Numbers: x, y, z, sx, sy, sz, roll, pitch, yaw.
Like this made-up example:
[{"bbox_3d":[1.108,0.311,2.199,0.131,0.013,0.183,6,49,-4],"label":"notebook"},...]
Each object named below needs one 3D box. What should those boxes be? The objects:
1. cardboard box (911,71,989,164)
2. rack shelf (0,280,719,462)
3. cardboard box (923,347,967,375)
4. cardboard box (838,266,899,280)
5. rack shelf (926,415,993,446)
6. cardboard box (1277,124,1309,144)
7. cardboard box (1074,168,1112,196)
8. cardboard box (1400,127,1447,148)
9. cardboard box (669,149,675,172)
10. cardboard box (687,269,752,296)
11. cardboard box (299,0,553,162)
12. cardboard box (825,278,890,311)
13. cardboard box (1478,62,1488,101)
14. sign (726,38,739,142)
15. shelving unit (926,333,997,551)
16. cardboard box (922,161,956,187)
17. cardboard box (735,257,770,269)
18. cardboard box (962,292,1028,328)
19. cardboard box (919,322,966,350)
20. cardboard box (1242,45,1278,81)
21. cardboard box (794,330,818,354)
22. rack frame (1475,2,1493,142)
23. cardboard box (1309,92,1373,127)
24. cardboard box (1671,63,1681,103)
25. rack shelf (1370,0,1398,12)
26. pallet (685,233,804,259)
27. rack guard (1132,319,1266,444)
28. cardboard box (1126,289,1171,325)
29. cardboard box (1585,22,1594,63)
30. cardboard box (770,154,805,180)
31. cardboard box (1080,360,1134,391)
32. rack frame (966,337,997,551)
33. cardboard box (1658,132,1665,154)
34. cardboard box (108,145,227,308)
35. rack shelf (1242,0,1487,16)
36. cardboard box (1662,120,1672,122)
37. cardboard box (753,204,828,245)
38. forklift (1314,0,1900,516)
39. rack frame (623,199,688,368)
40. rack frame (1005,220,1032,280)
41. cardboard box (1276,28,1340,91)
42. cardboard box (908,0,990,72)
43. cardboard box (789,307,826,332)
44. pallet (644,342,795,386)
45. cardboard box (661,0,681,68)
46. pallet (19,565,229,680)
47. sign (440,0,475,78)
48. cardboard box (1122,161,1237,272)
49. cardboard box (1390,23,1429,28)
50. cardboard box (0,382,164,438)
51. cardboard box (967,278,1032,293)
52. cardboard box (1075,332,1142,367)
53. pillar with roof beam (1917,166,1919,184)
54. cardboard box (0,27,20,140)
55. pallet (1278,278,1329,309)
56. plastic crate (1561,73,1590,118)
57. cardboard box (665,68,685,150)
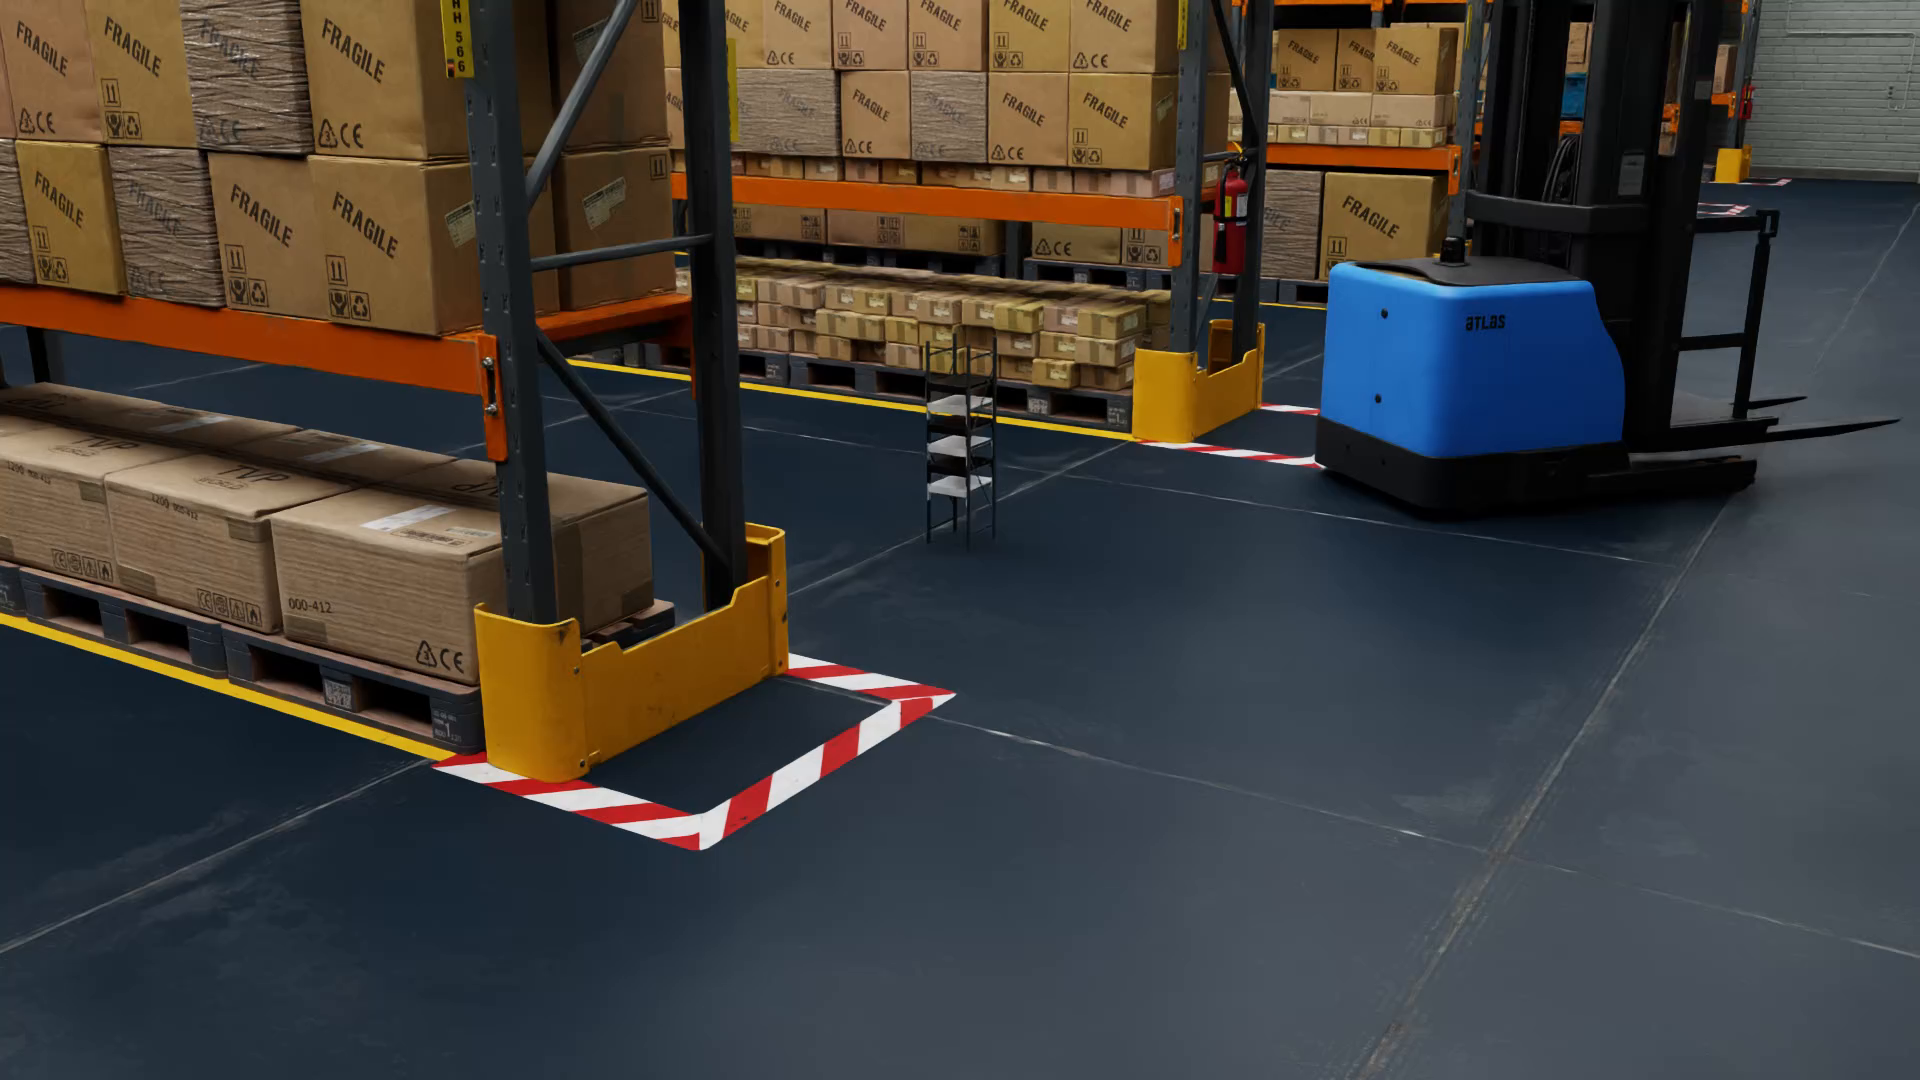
[{"bbox_3d":[0.061,-2.463,9.646,0.500,0.500,0.500,10,20,30],"label":"cardboard box"},{"bbox_3d":[-2.757,-0.833,6.200,4.000,0.370,1.077,10,20,30],"label":"rack shelf"},{"bbox_3d":[-0.026,-1.113,10.066,0.250,0.149,0.380,9,19,28],"label":"cardboard box"},{"bbox_3d":[-0.604,-1.712,11.016,0.250,0.149,0.380,9,19,27],"label":"cardboard box"},{"bbox_3d":[0.007,-0.484,7.230,0.200,0.077,0.258,10,20,30],"label":"rack shelf"},{"bbox_3d":[2.787,-3.335,13.630,0.250,0.149,0.380,10,19,29],"label":"cardboard box"},{"bbox_3d":[0.834,-2.021,9.305,0.250,0.149,0.380,10,20,30],"label":"cardboard box"},{"bbox_3d":[3.658,-3.180,13.120,0.250,0.149,0.380,11,20,31],"label":"cardboard box"},{"bbox_3d":[-1.887,-2.478,10.811,0.250,0.149,0.380,11,20,32],"label":"cardboard box"},{"bbox_3d":[-1.568,-1.684,10.923,0.250,0.149,0.380,11,20,33],"label":"cardboard box"},{"bbox_3d":[-1.588,-1.413,4.981,0.500,0.500,0.500,11,20,32],"label":"cardboard box"},{"bbox_3d":[-0.643,-1.544,10.461,0.250,0.149,0.380,9,19,28],"label":"cardboard box"},{"bbox_3d":[7.067,-6.138,22.254,0.500,0.500,0.500,10,20,30],"label":"cardboard box"},{"bbox_3d":[-0.757,-1.462,5.406,0.005,0.325,0.100,10,20,30],"label":"sign"},{"bbox_3d":[0.007,-0.429,7.246,0.210,0.900,0.258,10,20,30],"label":"shelving unit"},{"bbox_3d":[-0.026,-2.191,9.867,0.250,0.149,0.380,9,19,28],"label":"cardboard box"},{"bbox_3d":[-1.517,-1.854,11.484,0.250,0.149,0.380,11,20,32],"label":"cardboard box"},{"bbox_3d":[0.209,-1.369,9.886,0.250,0.149,0.380,9,19,28],"label":"cardboard box"},{"bbox_3d":[-0.039,-1.257,10.030,0.250,0.149,0.380,10,20,31],"label":"cardboard box"},{"bbox_3d":[4.375,-6.891,24.011,0.500,0.500,0.700,5,18,16],"label":"cardboard box"},{"bbox_3d":[-0.859,-1.301,10.684,0.250,0.149,0.380,9,19,28],"label":"cardboard box"},{"bbox_3d":[8.502,-7.616,27.293,0.127,3.000,1.000,10,20,30],"label":"rack frame"},{"bbox_3d":[3.150,-3.483,13.433,0.500,0.250,0.500,10,19,29],"label":"cardboard box"},{"bbox_3d":[9.081,-5.961,21.672,0.500,0.500,0.500,11,20,31],"label":"cardboard box"},{"bbox_3d":[4.208,-7.784,23.922,4.000,0.370,1.077,10,20,30],"label":"rack shelf"},{"bbox_3d":[-2.051,-3.071,17.129,1.213,0.211,1.003,10,20,30],"label":"pallet"},{"bbox_3d":[1.387,-0.930,9.582,0.348,0.500,1.175,10,20,30],"label":"rack guard"},{"bbox_3d":[1.183,-1.400,9.987,0.250,0.149,0.380,9,19,28],"label":"cardboard box"},{"bbox_3d":[8.367,-6.383,21.340,0.500,0.500,0.500,11,20,32],"label":"cardboard box"},{"bbox_3d":[-0.964,-2.332,10.331,0.250,0.149,0.380,11,20,31],"label":"cardboard box"},{"bbox_3d":[0.894,-0.979,9.627,0.250,0.149,0.380,11,20,31],"label":"cardboard box"},{"bbox_3d":[0.094,-0.414,7.195,0.006,0.900,0.240,10,20,30],"label":"rack frame"},{"bbox_3d":[10.835,-6.170,26.111,0.500,0.500,0.700,10,20,30],"label":"cardboard box"},{"bbox_3d":[-2.466,-1.084,5.618,0.500,0.500,0.500,11,20,32],"label":"cardboard box"},{"bbox_3d":[6.798,-9.011,27.963,4.000,0.370,1.077,10,20,30],"label":"rack shelf"},{"bbox_3d":[11.041,-6.512,26.120,0.250,0.149,0.380,10,20,30],"label":"cardboard box"},{"bbox_3d":[-1.351,-3.481,16.612,0.875,0.875,1.225,10,20,30],"label":"cardboard box"},{"bbox_3d":[3.375,-1.759,8.128,3.031,2.935,1.130,-6,18,-19],"label":"forklift"},{"bbox_3d":[-1.957,-2.723,11.183,0.127,3.000,1.000,10,20,30],"label":"rack frame"},{"bbox_3d":[0.725,-3.936,15.177,0.127,3.000,1.000,10,20,30],"label":"rack frame"},{"bbox_3d":[2.995,-4.050,14.009,0.500,0.500,0.500,10,19,29],"label":"cardboard box"},{"bbox_3d":[0.052,-2.945,9.510,0.500,0.500,0.500,11,20,33],"label":"cardboard box"},{"bbox_3d":[-0.876,-1.434,10.610,0.250,0.149,0.380,11,20,33],"label":"cardboard box"},{"bbox_3d":[-1.366,-1.295,11.281,1.213,0.211,1.003,10,20,30],"label":"pallet"},{"bbox_3d":[-1.700,-3.262,10.556,0.500,0.500,0.500,11,20,31],"label":"cardboard box"},{"bbox_3d":[-2.811,0.173,6.447,1.213,0.211,1.003,10,20,30],"label":"pallet"},{"bbox_3d":[-1.349,-1.408,4.456,0.005,0.325,0.100,10,20,30],"label":"sign"},{"bbox_3d":[2.012,-2.863,14.578,0.875,0.875,0.875,10,20,30],"label":"cardboard box"},{"bbox_3d":[6.167,-6.773,22.627,0.500,0.500,0.500,11,20,31],"label":"cardboard box"},{"bbox_3d":[-3.983,-0.334,7.006,0.875,0.438,0.875,10,19,29],"label":"cardboard box"},{"bbox_3d":[0.251,-1.543,10.460,0.250,0.149,0.380,11,20,32],"label":"cardboard box"},{"bbox_3d":[0.852,-1.103,9.522,0.250,0.149,0.380,10,19,29],"label":"cardboard box"},{"bbox_3d":[12.411,-8.615,20.261,0.400,9.000,9.100,10,20,30],"label":"pillar with roof beam"},{"bbox_3d":[-3.325,-1.716,5.977,0.500,0.500,0.500,11,20,31],"label":"cardboard box"},{"bbox_3d":[3.411,-2.095,13.916,1.213,0.211,1.003,10,20,30],"label":"pallet"},{"bbox_3d":[6.342,-4.604,17.214,0.499,0.435,0.616,10,20,30],"label":"plastic crate"},{"bbox_3d":[-1.667,-2.775,10.672,0.500,0.500,0.500,10,19,29],"label":"cardboard box"}]
